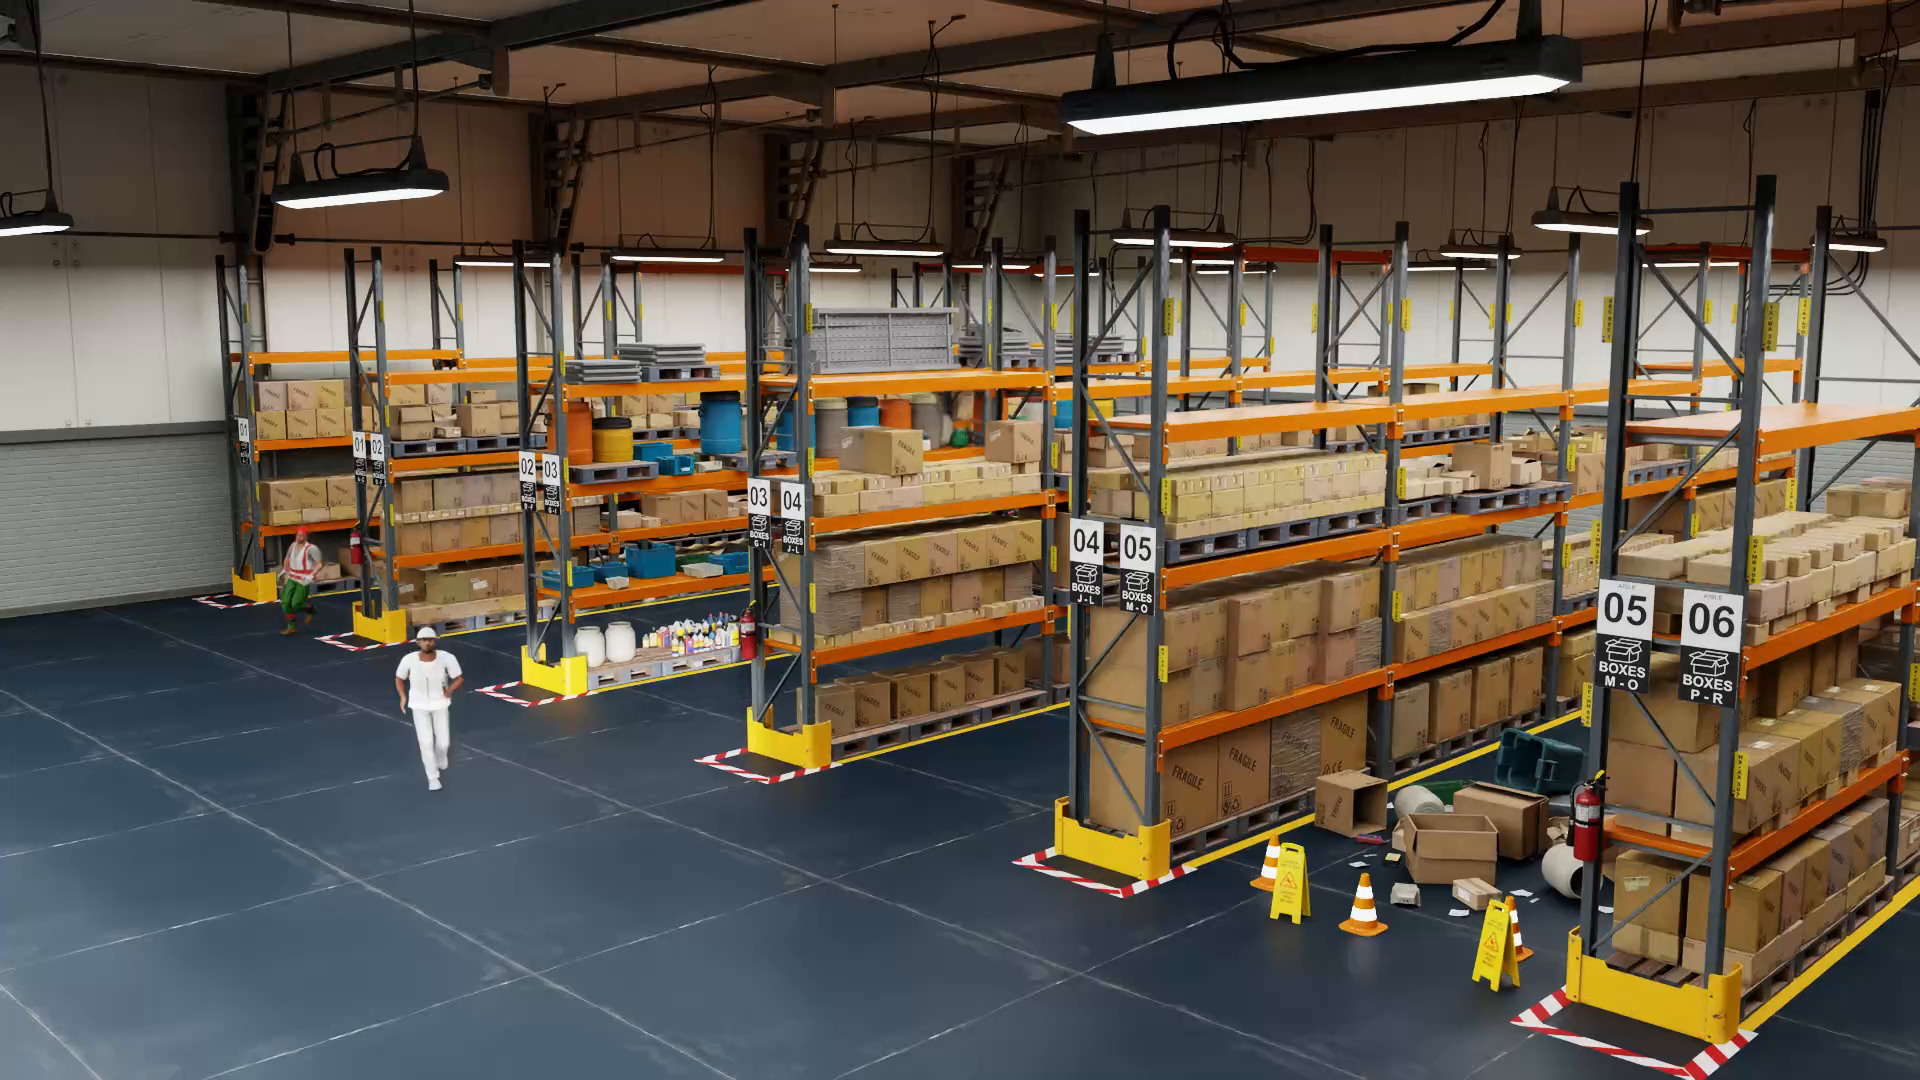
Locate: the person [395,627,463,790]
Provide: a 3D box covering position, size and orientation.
[{"bbox_3d":[-5.705,1.782,17.910,0.703,1.732,0.747,-2,8,-17],"label":"person"}]

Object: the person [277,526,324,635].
[{"bbox_3d":[-10.334,0.622,26.176,0.704,1.727,0.621,3,9,20],"label":"person"}]
